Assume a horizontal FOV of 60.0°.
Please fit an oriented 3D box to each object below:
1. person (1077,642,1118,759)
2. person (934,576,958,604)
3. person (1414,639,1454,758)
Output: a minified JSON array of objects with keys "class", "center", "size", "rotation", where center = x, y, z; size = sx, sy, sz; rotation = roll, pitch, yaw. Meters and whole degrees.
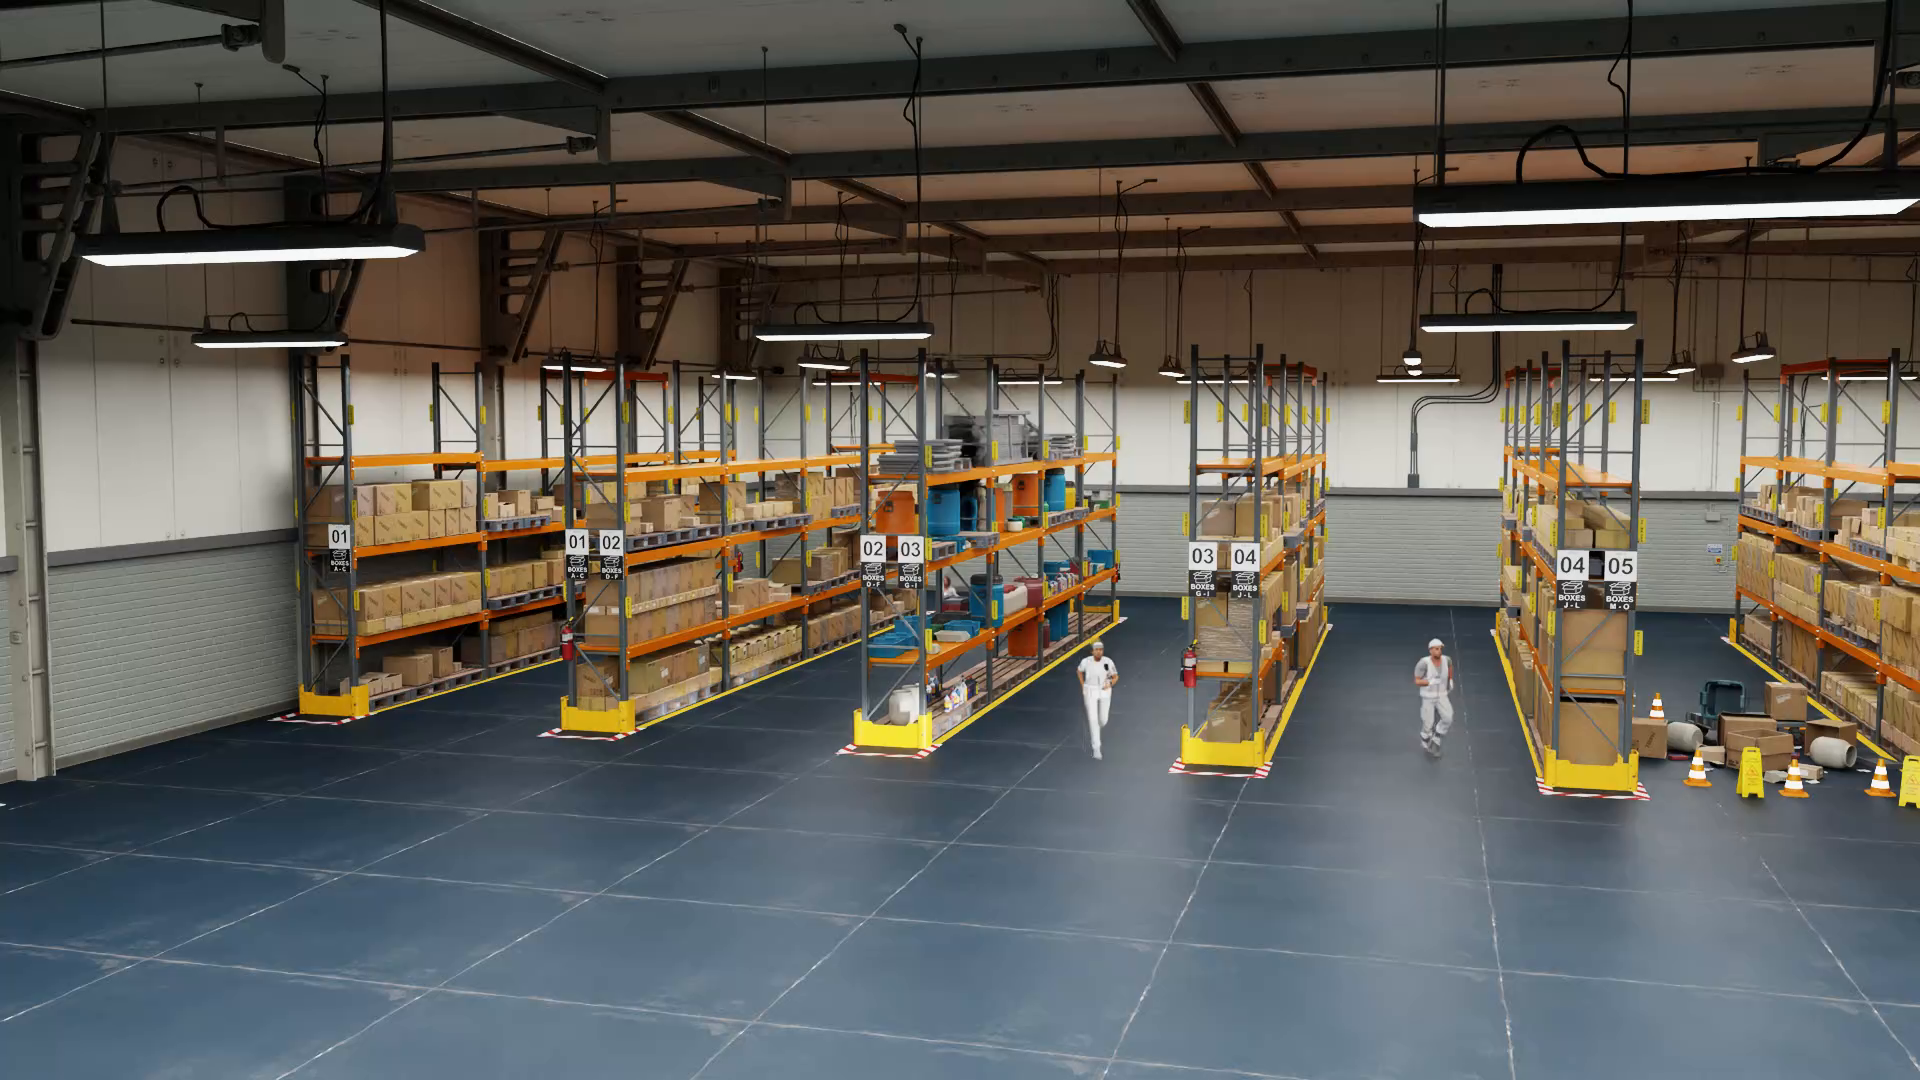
[{"class":"person","center":[2.057,2.338,24.720],"size":[0.575,1.681,1.094],"rotation":[-1,4,-8]},{"class":"person","center":[-0.292,1.564,35.777],"size":[0.541,1.541,0.549],"rotation":[1,4,11]},{"class":"person","center":[6.909,2.293,24.159],"size":[0.697,1.745,0.807],"rotation":[-1,4,-9]}]
